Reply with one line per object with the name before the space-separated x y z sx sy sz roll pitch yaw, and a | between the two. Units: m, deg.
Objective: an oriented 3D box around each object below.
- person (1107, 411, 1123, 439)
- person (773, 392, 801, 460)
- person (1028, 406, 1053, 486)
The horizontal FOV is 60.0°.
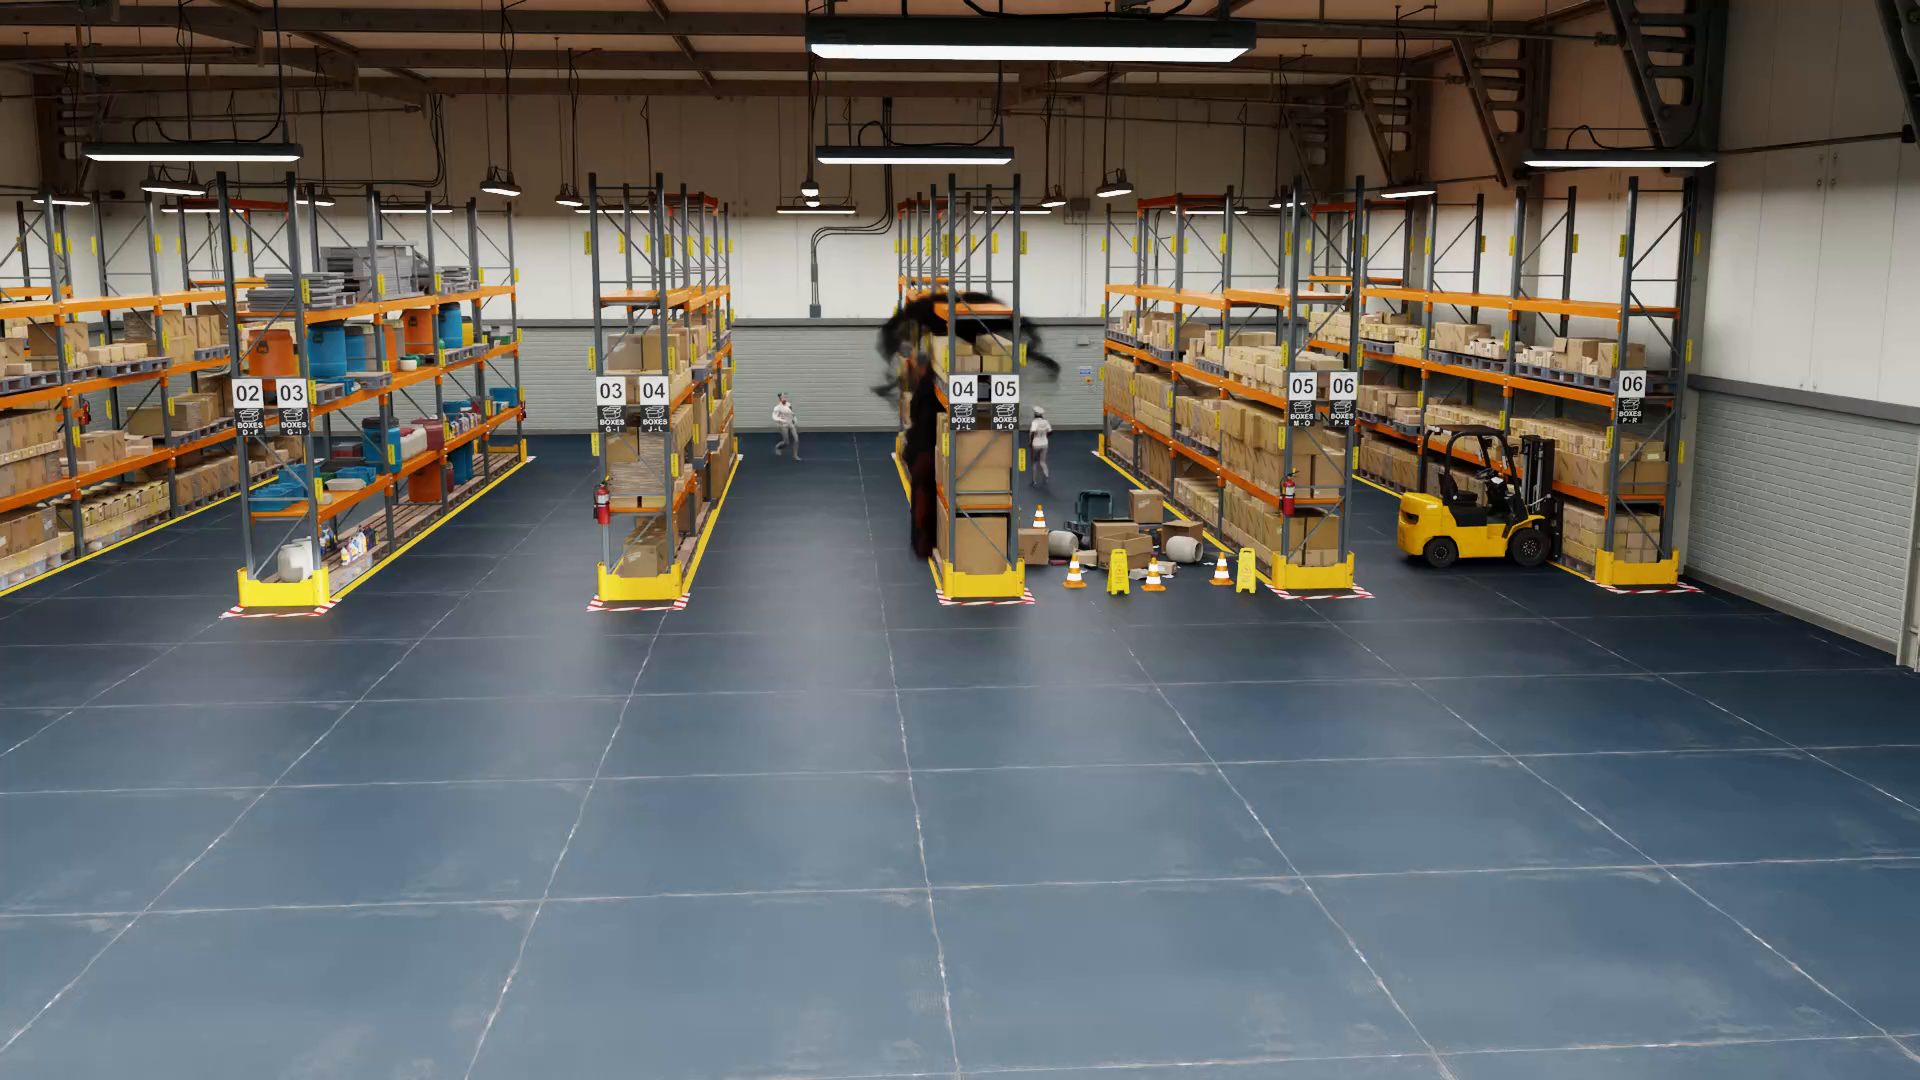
person | 3.864 -2.995 41.601 0.927 1.428 0.600 5 11 26
person | -4.154 -2.700 39.426 0.641 1.638 0.665 -8 13 -40
person | 1.684 -1.940 34.862 0.570 1.707 0.849 -4 11 -22
